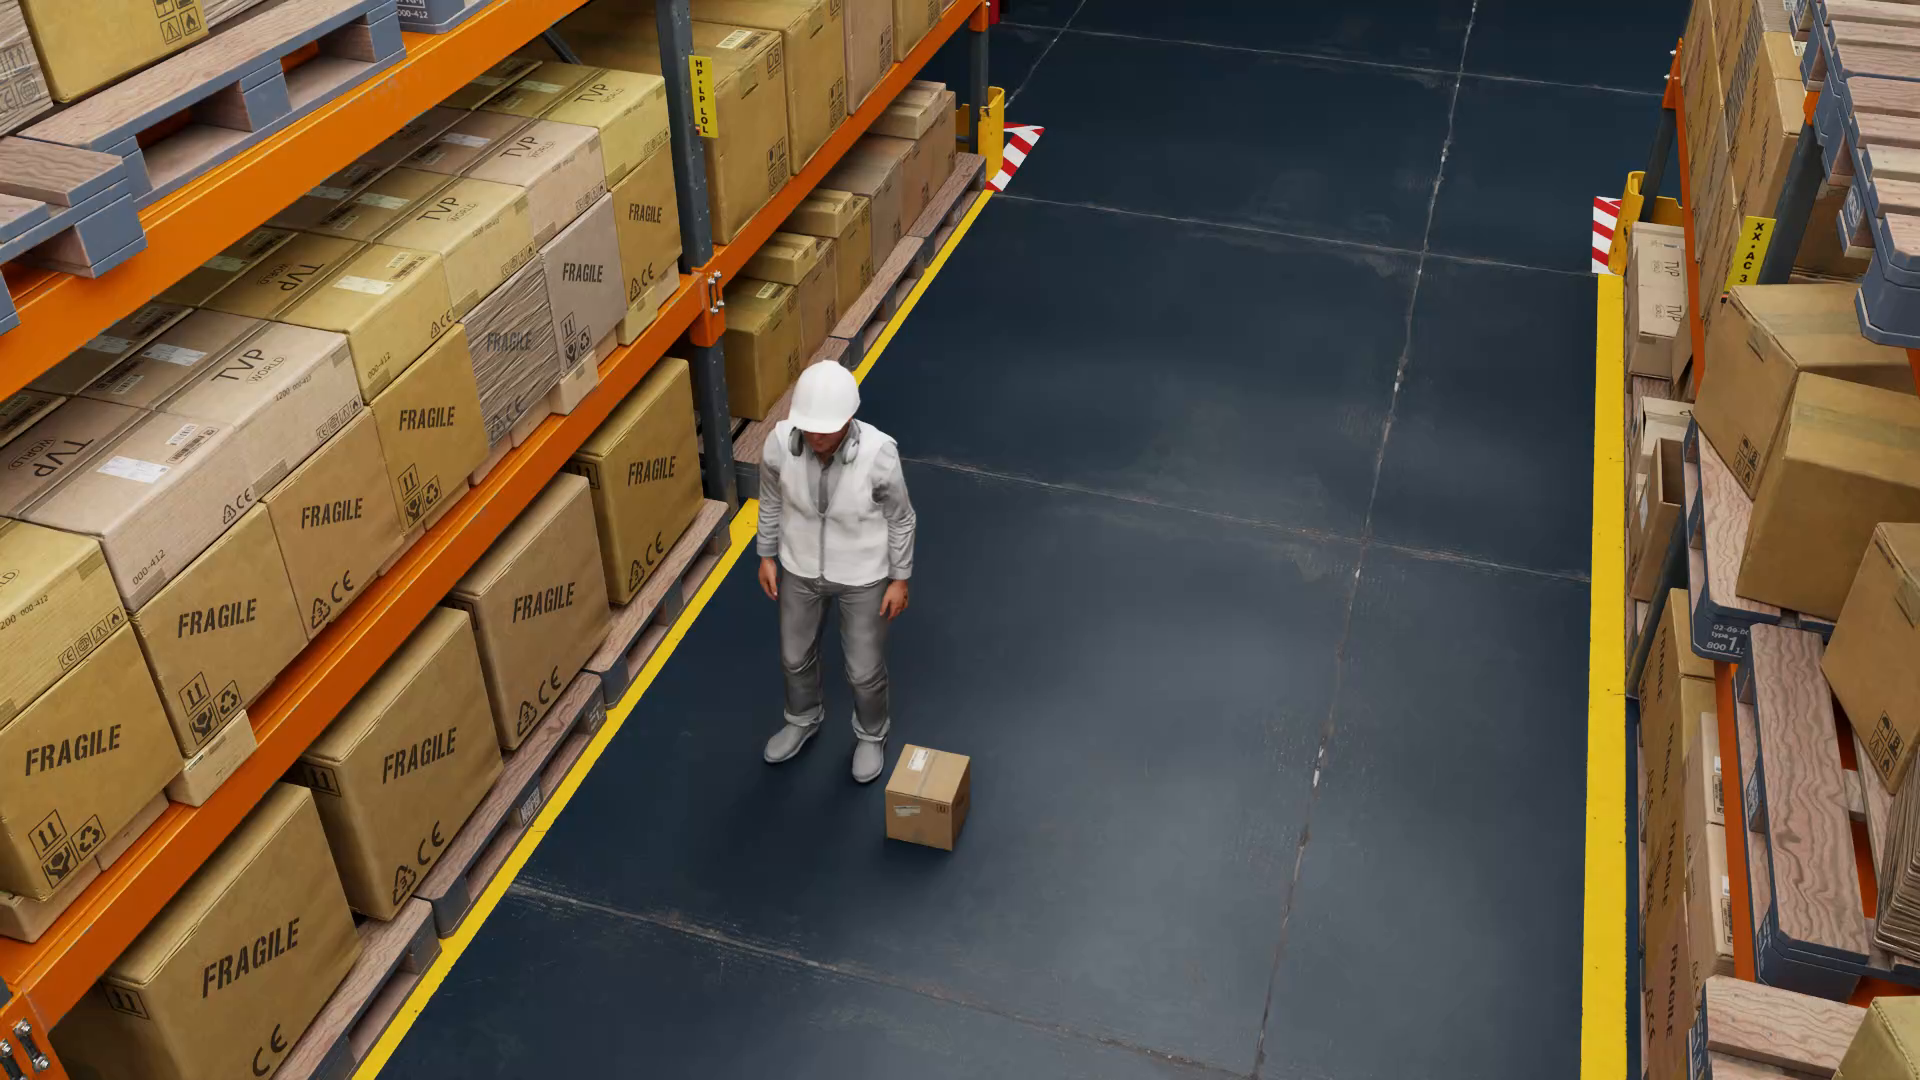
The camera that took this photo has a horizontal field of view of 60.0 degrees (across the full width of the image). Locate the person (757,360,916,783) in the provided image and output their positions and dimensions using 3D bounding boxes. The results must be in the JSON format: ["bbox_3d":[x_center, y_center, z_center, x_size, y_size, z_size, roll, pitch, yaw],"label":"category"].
[{"bbox_3d":[-0.451,0.106,5.990,0.585,1.767,0.463,9,38,12],"label":"person"}]
